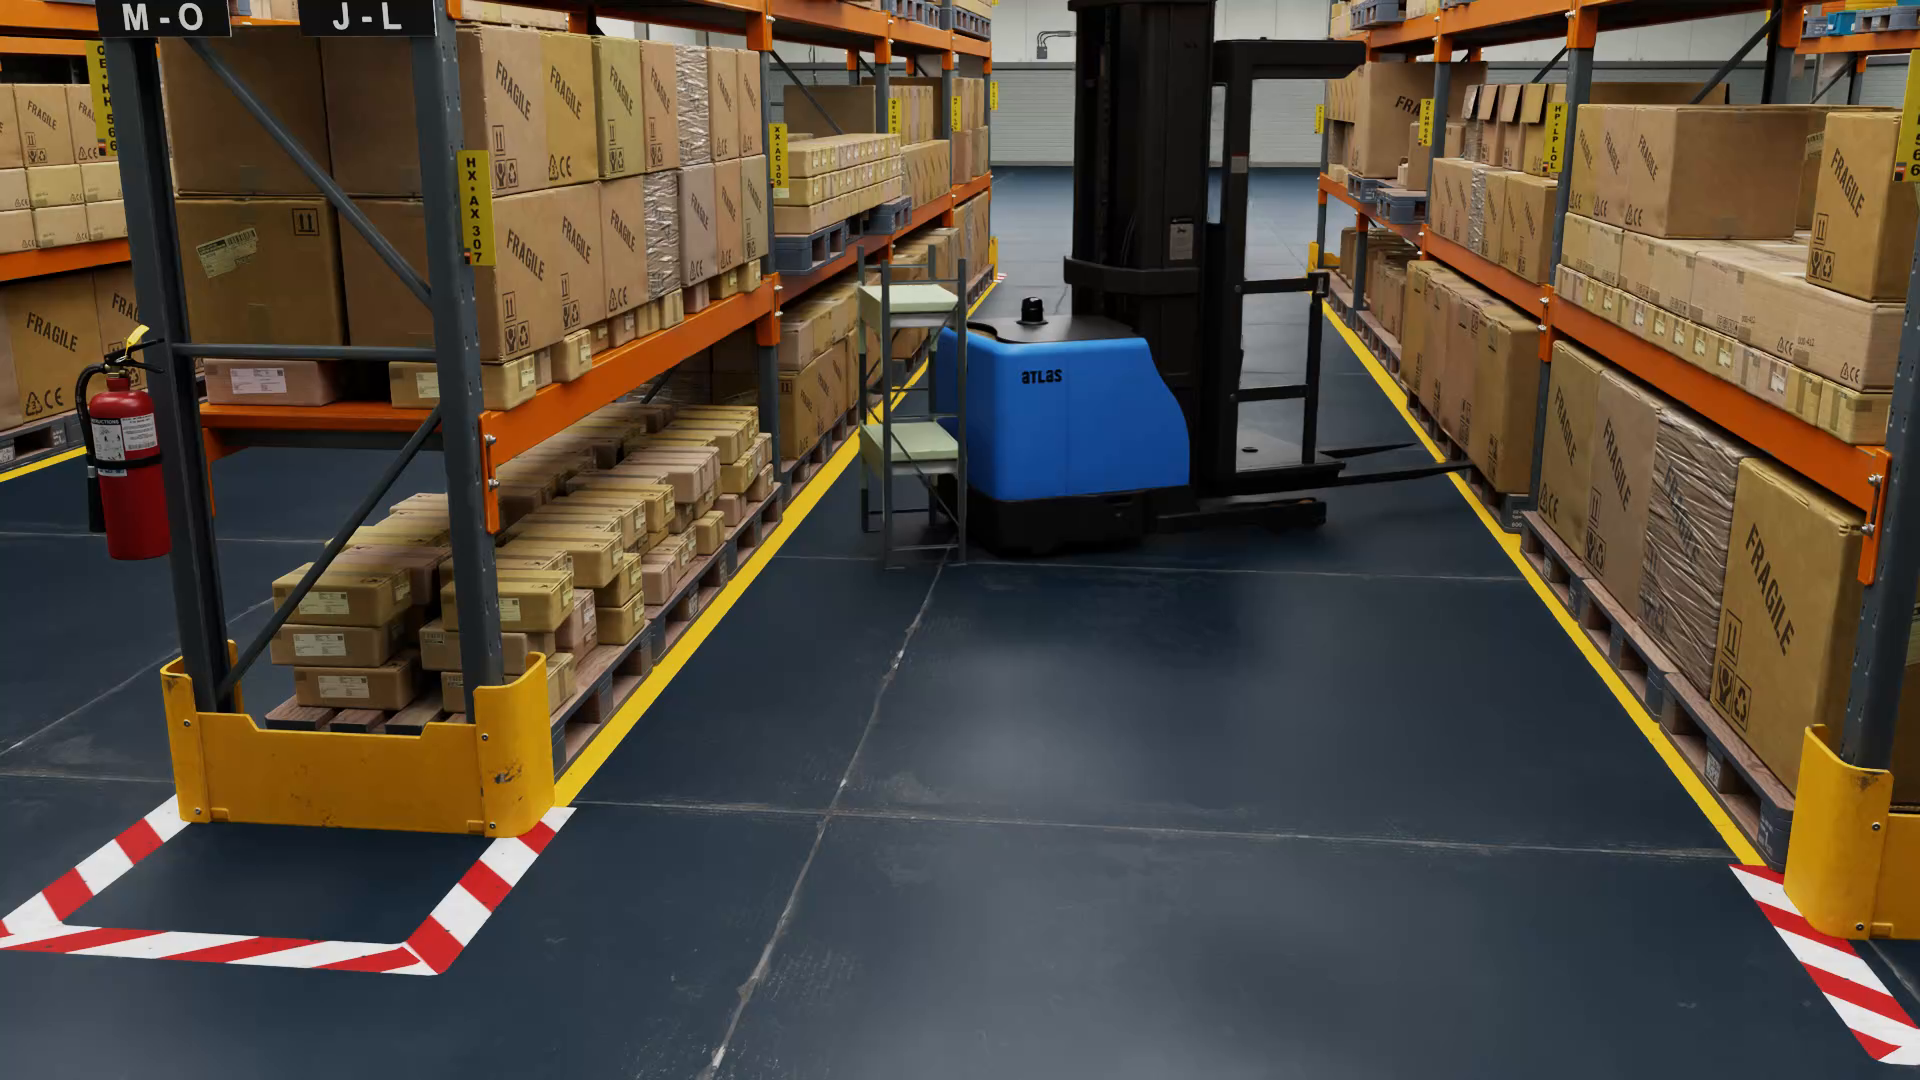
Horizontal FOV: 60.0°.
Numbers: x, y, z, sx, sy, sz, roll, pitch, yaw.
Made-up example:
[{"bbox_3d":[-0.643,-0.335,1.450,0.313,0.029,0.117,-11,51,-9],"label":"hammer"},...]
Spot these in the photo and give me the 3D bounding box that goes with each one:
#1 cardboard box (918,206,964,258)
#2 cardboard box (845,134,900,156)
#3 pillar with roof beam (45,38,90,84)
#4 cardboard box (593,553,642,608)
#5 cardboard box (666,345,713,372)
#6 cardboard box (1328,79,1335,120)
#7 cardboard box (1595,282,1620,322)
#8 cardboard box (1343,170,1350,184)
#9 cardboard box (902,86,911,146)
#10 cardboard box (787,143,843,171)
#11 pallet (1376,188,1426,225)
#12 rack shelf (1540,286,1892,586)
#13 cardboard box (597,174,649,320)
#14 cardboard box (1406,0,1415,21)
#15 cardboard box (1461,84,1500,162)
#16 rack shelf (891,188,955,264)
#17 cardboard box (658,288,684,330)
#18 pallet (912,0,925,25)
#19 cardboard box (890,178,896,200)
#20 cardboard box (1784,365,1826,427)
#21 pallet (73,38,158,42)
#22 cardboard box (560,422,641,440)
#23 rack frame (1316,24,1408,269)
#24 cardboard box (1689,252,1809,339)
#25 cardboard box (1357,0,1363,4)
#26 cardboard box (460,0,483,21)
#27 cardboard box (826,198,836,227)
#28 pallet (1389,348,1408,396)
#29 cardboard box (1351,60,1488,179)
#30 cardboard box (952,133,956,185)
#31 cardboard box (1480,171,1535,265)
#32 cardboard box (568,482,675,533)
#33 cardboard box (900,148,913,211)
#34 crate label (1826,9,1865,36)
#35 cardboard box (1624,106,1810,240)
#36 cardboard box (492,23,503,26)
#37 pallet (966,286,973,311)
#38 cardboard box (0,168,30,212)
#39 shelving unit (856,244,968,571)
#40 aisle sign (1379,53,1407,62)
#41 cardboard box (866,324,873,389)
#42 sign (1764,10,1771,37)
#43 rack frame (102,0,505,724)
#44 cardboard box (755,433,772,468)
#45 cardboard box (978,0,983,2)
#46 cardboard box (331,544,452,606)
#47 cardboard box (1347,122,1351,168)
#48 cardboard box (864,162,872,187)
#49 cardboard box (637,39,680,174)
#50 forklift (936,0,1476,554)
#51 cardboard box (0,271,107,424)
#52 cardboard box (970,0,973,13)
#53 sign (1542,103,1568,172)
[{"bbox_3d":[-0.441,-3.005,17.293,0.875,0.875,0.875,2,15,7],"label":"cardboard box"},{"bbox_3d":[-0.633,-2.857,12.018,0.380,0.149,0.250,1,15,4],"label":"cardboard box"},{"bbox_3d":[-6.689,-7.584,19.469,9.100,9.000,0.400,2,15,6],"label":"pillar with roof beam"},{"bbox_3d":[-1.458,0.149,6.453,0.380,0.149,0.250,2,15,8],"label":"cardboard box"},{"bbox_3d":[-1.651,-1.150,9.717,0.500,0.250,0.500,1,15,5],"label":"cardboard box"},{"bbox_3d":[4.390,-4.942,18.515,0.500,0.500,0.500,2,15,6],"label":"cardboard box"},{"bbox_3d":[2.982,-1.026,7.192,0.380,0.149,0.250,1,15,5],"label":"cardboard box"},{"bbox_3d":[4.251,-3.826,17.546,0.380,0.149,0.250,2,15,6],"label":"cardboard box"},{"bbox_3d":[-0.803,-3.673,14.392,0.700,0.500,0.500,2,15,6],"label":"cardboard box"},{"bbox_3d":[-0.895,-2.252,9.782,0.380,0.149,0.250,1,15,6],"label":"cardboard box"},{"bbox_3d":[3.859,-2.552,12.721,1.213,0.211,1.003,2,15,6],"label":"pallet"},{"bbox_3d":[3.207,-0.553,6.340,1.077,0.370,4.000,2,15,6],"label":"rack shelf"},{"bbox_3d":[-1.508,-1.121,6.298,0.500,0.500,0.500,2,15,7],"label":"cardboard box"},{"bbox_3d":[3.796,-4.222,13.070,0.500,0.250,0.500,2,15,8],"label":"cardboard box"},{"bbox_3d":[3.785,-2.800,11.157,0.797,0.503,0.637,2,15,8],"label":"cardboard box"},{"bbox_3d":[-0.807,-2.800,14.650,1.077,0.370,4.000,2,15,6],"label":"rack shelf"},{"bbox_3d":[-1.389,-0.982,7.027,0.380,0.149,0.250,2,15,7],"label":"cardboard box"},{"bbox_3d":[-0.890,-4.445,13.968,1.003,0.211,1.213,2,15,9],"label":"pallet"},{"bbox_3d":[-0.662,-2.505,11.855,0.380,0.149,0.250,2,15,6],"label":"cardboard box"},{"bbox_3d":[2.722,-0.430,4.987,0.380,0.149,0.250,2,15,7],"label":"cardboard box"},{"bbox_3d":[-10.098,-6.191,20.236,1.003,0.211,1.213,2,15,6],"label":"pallet"},{"bbox_3d":[-1.798,-0.485,8.228,0.380,0.149,0.250,1,15,5],"label":"cardboard box"},{"bbox_3d":[4.787,-4.532,19.674,1.000,3.000,0.127,2,15,6],"label":"rack frame"},{"bbox_3d":[2.887,-0.850,5.777,0.500,0.250,0.500,1,15,4],"label":"cardboard box"},{"bbox_3d":[4.154,-5.362,16.521,0.380,0.149,0.250,1,15,5],"label":"cardboard box"},{"bbox_3d":[-5.190,-5.411,16.899,0.500,0.250,0.500,1,15,5],"label":"cardboard box"},{"bbox_3d":[-0.925,-1.898,9.613,0.380,0.149,0.250,2,15,7],"label":"cardboard box"},{"bbox_3d":[3.974,-1.313,13.114,1.003,0.211,1.213,2,15,6],"label":"pallet"},{"bbox_3d":[4.107,-3.785,14.958,1.000,1.000,1.000,2,15,7],"label":"cardboard box"},{"bbox_3d":[-0.512,-3.978,17.340,0.875,0.550,0.550,2,15,6],"label":"cardboard box"},{"bbox_3d":[3.329,-1.861,9.605,0.500,0.500,0.500,2,15,6],"label":"cardboard box"},{"bbox_3d":[-1.410,-0.136,6.935,0.380,0.149,0.250,2,15,7],"label":"cardboard box"},{"bbox_3d":[-0.659,-2.918,13.514,0.500,0.500,0.500,2,15,6],"label":"cardboard box"},{"bbox_3d":[9.169,-5.286,17.003,0.502,0.251,0.408,2,15,6],"label":"crate label"},{"bbox_3d":[3.007,-1.473,6.645,0.500,0.500,0.500,1,15,4],"label":"cardboard box"},{"bbox_3d":[-5.120,-5.453,17.816,0.380,0.149,0.250,1,15,5],"label":"cardboard box"},{"bbox_3d":[-0.418,-2.515,17.560,1.003,0.211,1.213,2,15,6],"label":"pallet"},{"bbox_3d":[-6.053,-2.122,10.093,0.500,0.250,0.500,2,15,7],"label":"cardboard box"},{"bbox_3d":[-0.247,-0.681,8.309,0.431,1.500,0.755,-3,15,-12],"label":"shelving unit"},{"bbox_3d":[5.092,-5.794,19.362,0.394,0.787,0.004,2,15,6],"label":"aisle sign"},{"bbox_3d":[-0.910,-1.312,11.752,0.500,0.500,0.500,2,15,9],"label":"cardboard box"},{"bbox_3d":[9.162,-5.855,18.806,0.100,0.325,0.005,2,15,6],"label":"sign"},{"bbox_3d":[-1.936,-0.554,4.965,1.000,3.000,0.127,2,15,6],"label":"rack frame"},{"bbox_3d":[-1.204,-0.471,8.743,0.380,0.149,0.250,2,15,7],"label":"cardboard box"},{"bbox_3d":[-0.023,-6.079,18.372,0.500,0.250,0.500,2,15,6],"label":"cardboard box"},{"bbox_3d":[-2.042,0.124,5.975,0.380,0.149,0.250,2,15,7],"label":"cardboard box"},{"bbox_3d":[4.593,-4.191,17.652,0.875,0.500,0.500,2,15,6],"label":"cardboard box"},{"bbox_3d":[-0.780,-2.378,10.816,0.380,0.149,0.250,2,15,8],"label":"cardboard box"},{"bbox_3d":[-1.436,-1.735,6.654,0.500,0.500,0.500,1,15,4],"label":"cardboard box"},{"bbox_3d":[1.411,-1.566,8.839,3.031,2.935,1.130,-6,16,-20],"label":"forklift"},{"bbox_3d":[-6.329,-1.286,10.937,0.875,0.875,0.875,2,15,8],"label":"cardboard box"},{"bbox_3d":[-0.061,-5.659,17.582,0.380,0.149,0.250,2,15,6],"label":"cardboard box"},{"bbox_3d":[2.892,-1.953,8.073,0.100,0.325,0.005,2,15,6],"label":"sign"}]
